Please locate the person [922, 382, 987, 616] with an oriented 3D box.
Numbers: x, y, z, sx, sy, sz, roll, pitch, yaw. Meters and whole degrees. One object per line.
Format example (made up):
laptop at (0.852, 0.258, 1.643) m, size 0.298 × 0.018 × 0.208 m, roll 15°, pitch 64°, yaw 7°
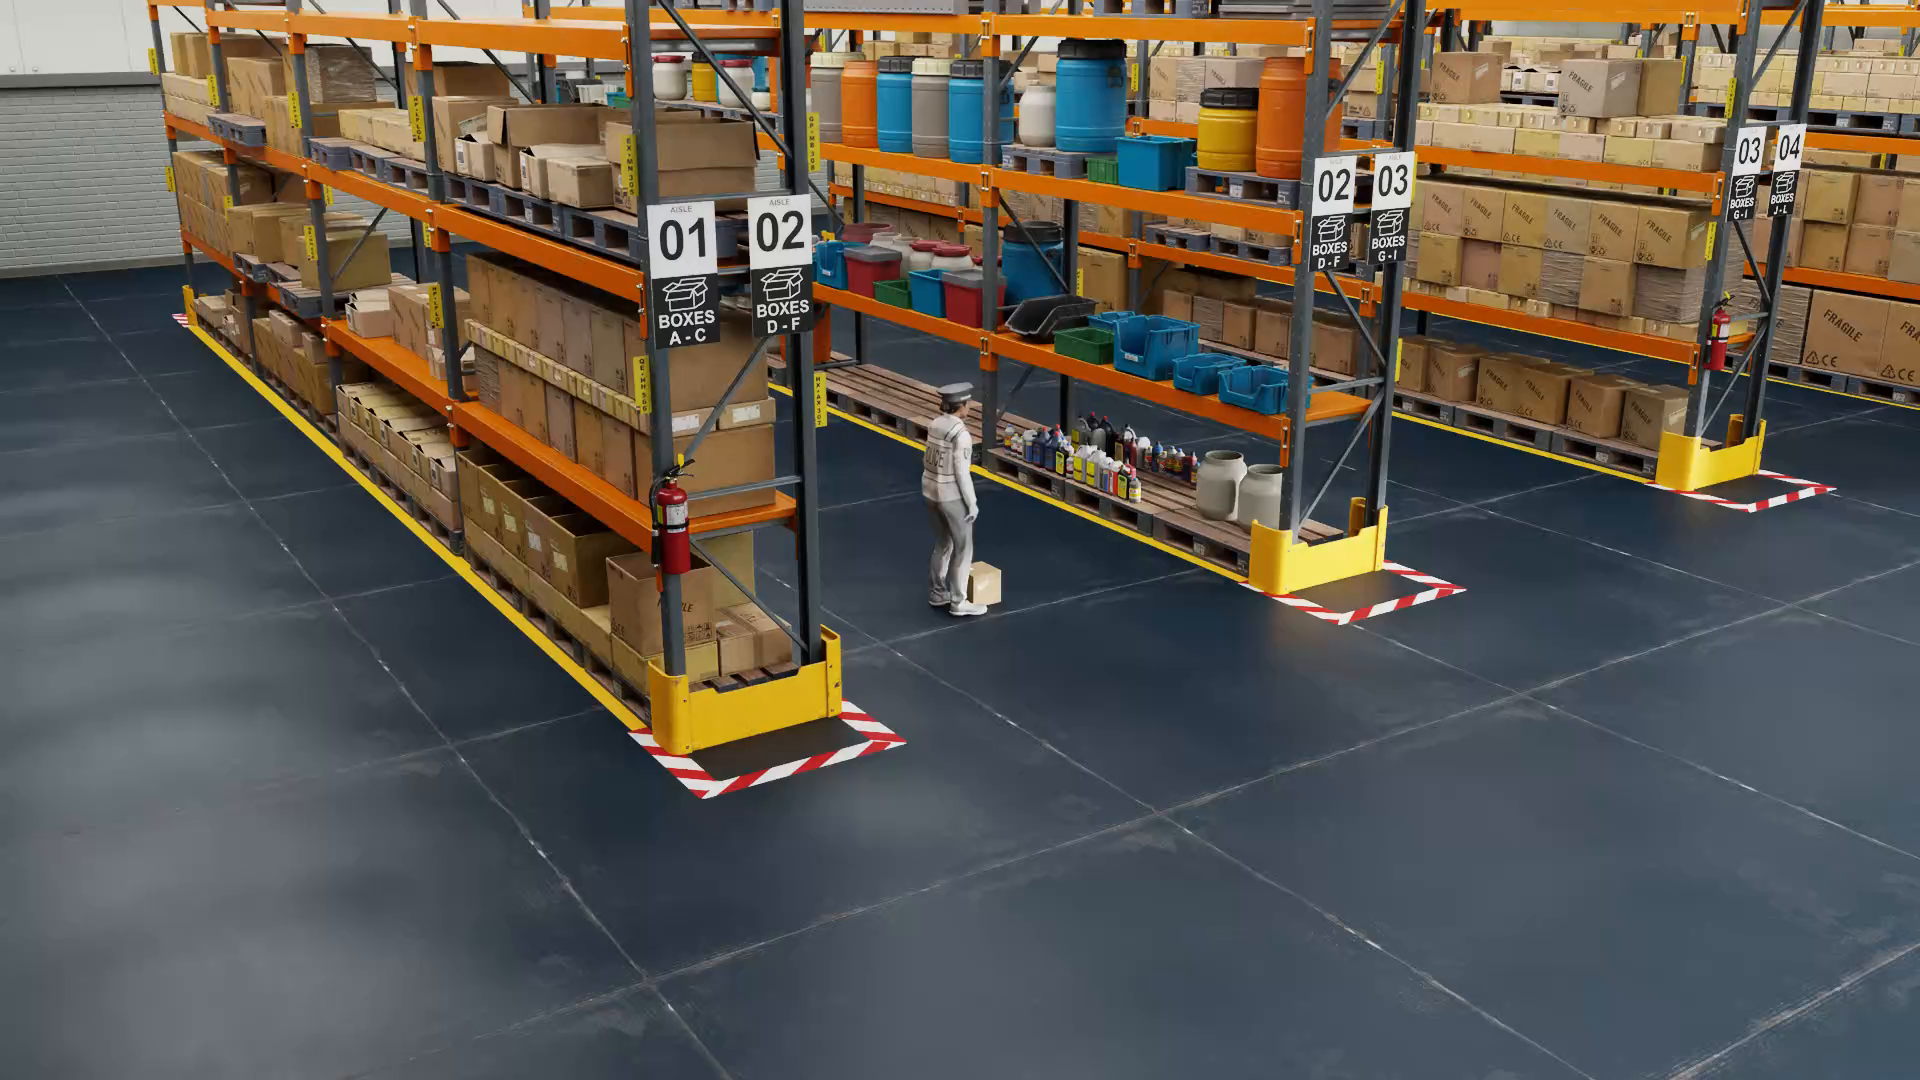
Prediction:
person at (-0.064, -0.296, 11.952) m, size 0.371 × 1.663 × 0.530 m, roll -11°, pitch 21°, yaw -31°
